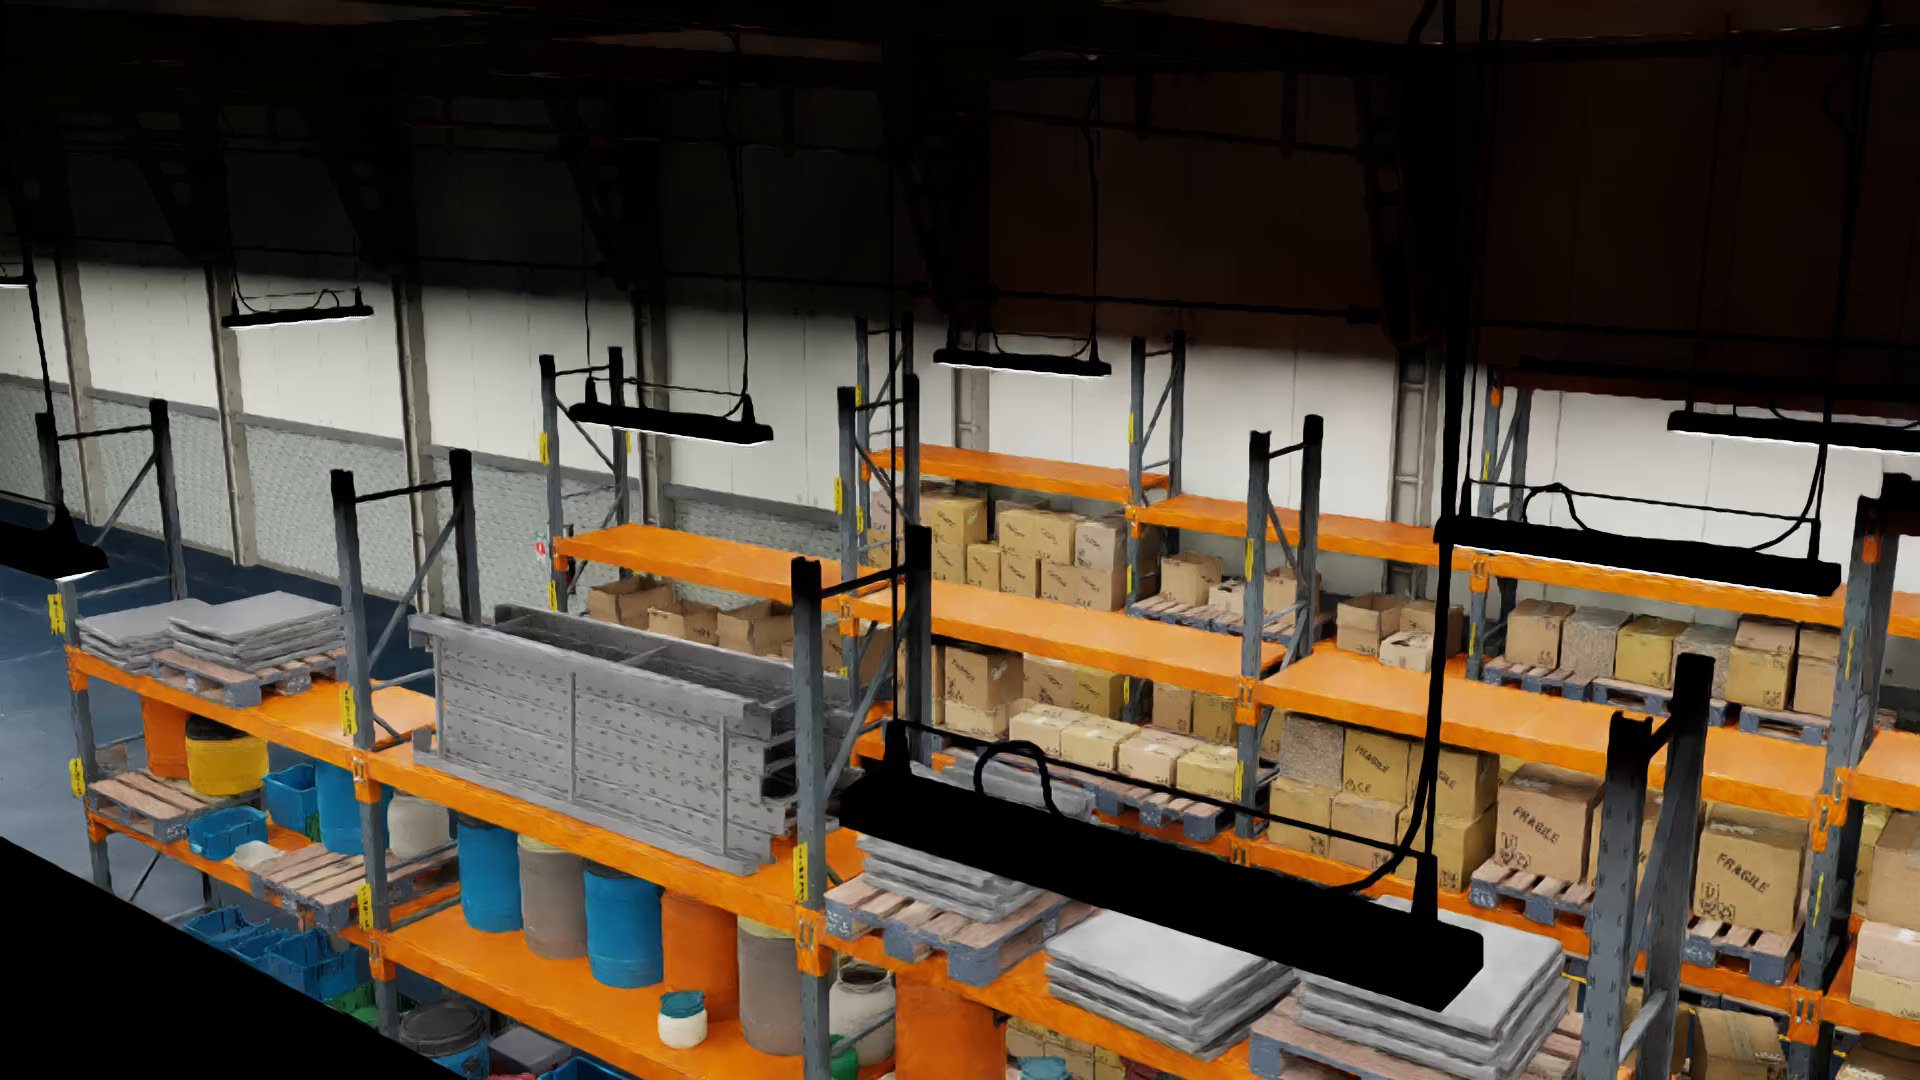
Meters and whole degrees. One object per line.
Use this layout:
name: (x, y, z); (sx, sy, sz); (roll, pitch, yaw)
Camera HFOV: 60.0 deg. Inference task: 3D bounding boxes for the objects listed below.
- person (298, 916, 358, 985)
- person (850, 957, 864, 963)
person: (-6.032, 3.620, 15.783); (0.595, 1.737, 0.449); (1, 13, 5)
person: (-0.764, 4.154, 13.638); (1.026, 1.664, 0.538); (7, 15, 28)
